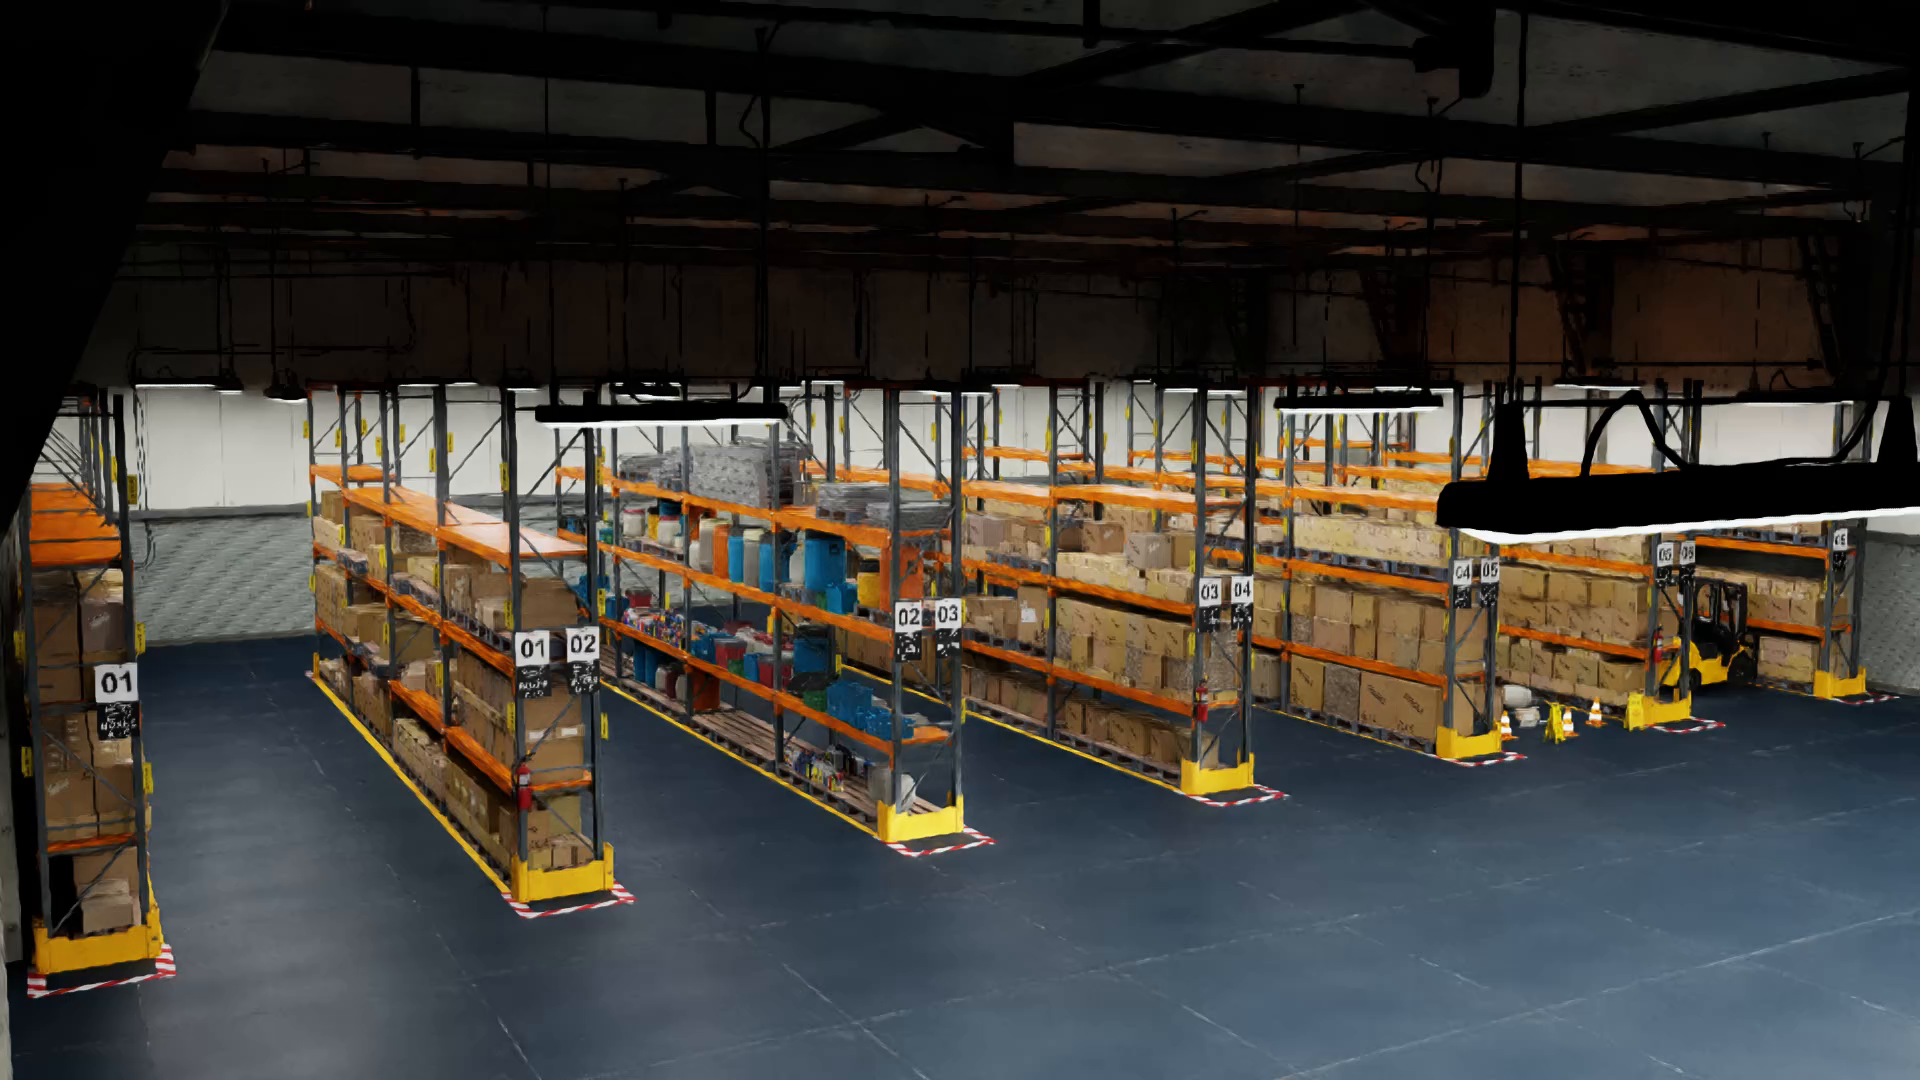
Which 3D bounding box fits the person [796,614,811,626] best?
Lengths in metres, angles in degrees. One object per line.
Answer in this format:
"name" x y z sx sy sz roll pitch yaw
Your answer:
"person" -2.891 2.135 31.503 0.553 1.684 0.433 4 7 35
